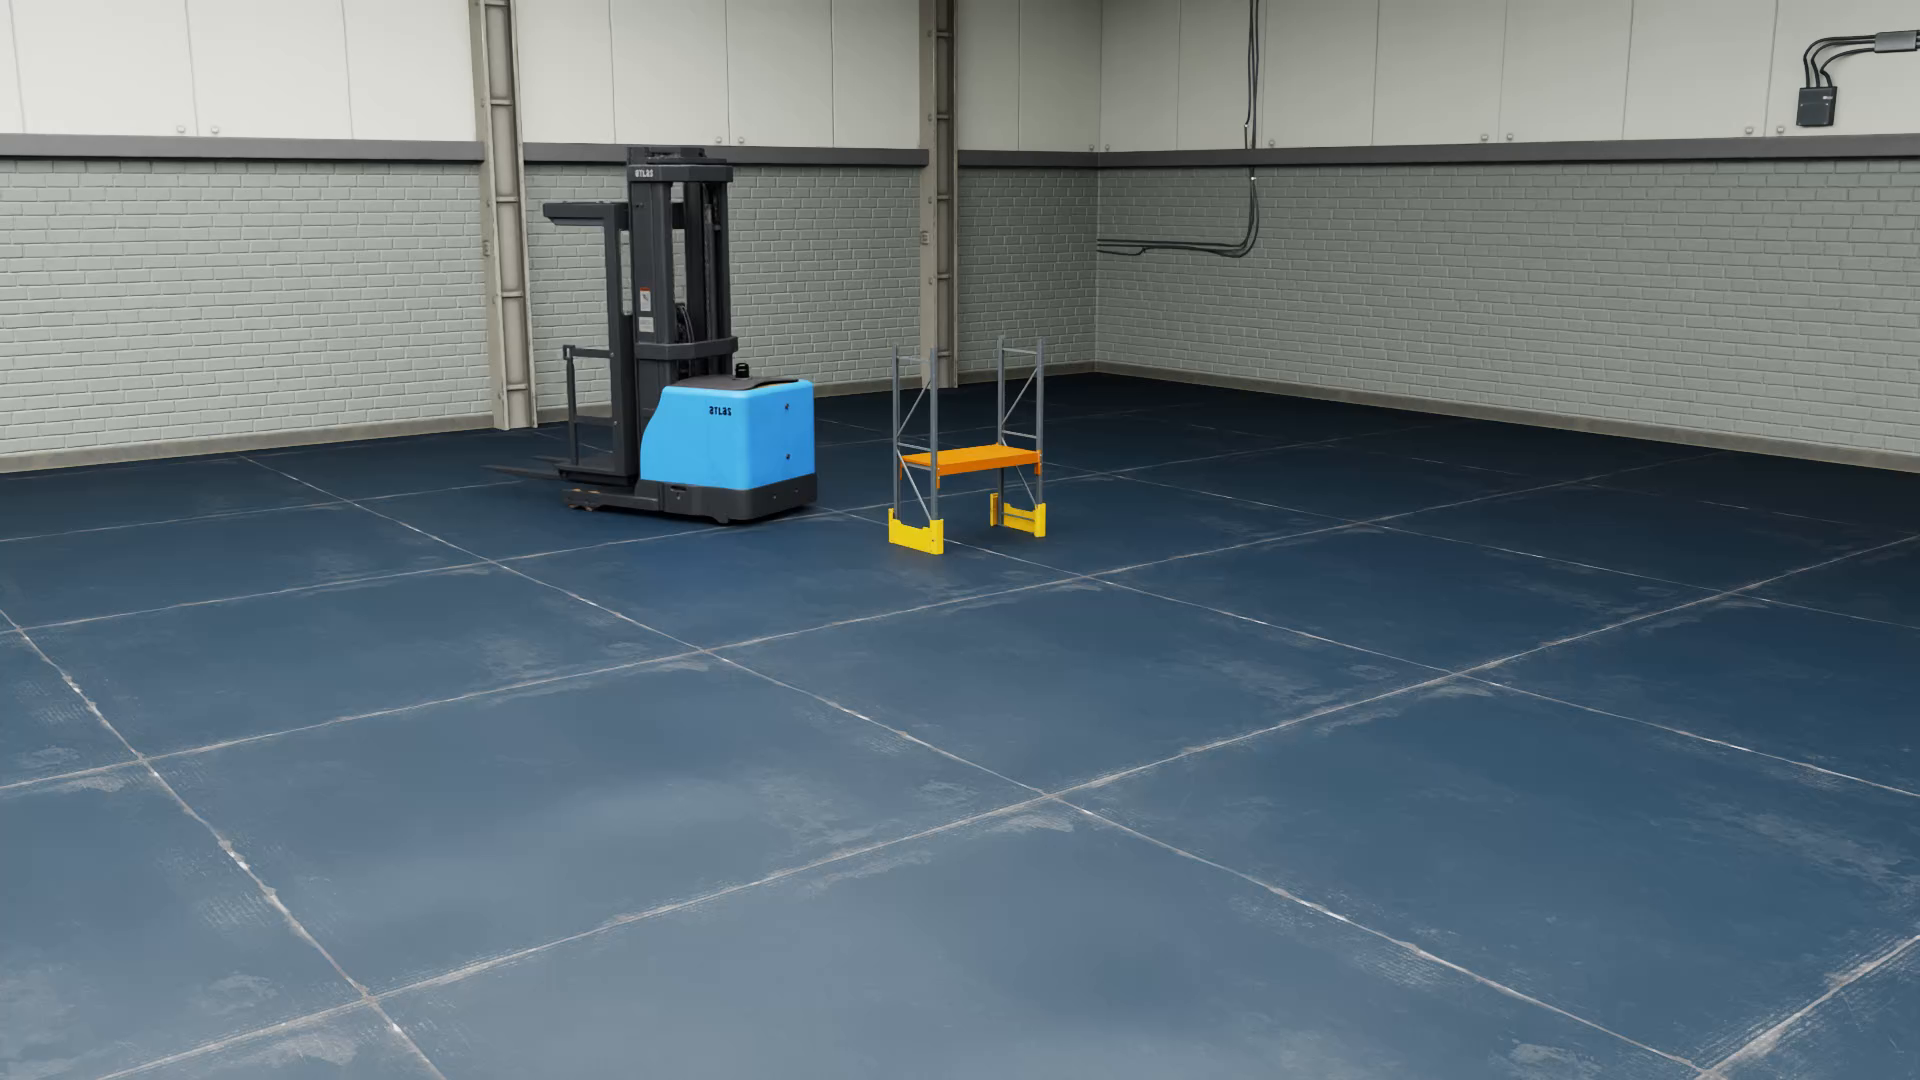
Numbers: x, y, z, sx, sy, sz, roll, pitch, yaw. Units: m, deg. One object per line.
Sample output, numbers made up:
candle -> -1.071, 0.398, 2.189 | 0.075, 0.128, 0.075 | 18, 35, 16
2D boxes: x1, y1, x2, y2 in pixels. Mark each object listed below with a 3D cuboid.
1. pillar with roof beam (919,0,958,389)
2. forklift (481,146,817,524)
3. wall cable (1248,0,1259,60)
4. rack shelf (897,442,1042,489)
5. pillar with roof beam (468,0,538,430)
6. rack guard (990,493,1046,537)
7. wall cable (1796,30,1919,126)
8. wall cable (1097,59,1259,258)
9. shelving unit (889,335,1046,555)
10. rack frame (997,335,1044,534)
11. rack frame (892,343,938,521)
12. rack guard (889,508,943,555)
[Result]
pillar with roof beam -> 2.413, -5.743, 18.009 | 0.400, 9.000, 9.100 | -9, 15, -38
forklift -> -2.722, -1.762, 13.869 | 3.031, 2.935, 1.130 | 7, 14, 29
wall cable -> 4.540, -7.122, 19.819 | 0.112, 2.526, 3.097 | -9, 15, -38
rack shelf -> 0.067, -0.569, 12.562 | 1.000, 0.185, 0.538 | -9, 15, -38
pillar with roof beam -> -2.273, -4.964, 14.343 | 0.400, 9.000, 9.100 | -9, 15, -38
rack guard -> 0.448, -0.197, 12.954 | 0.087, 0.250, 0.587 | -9, 15, -38
wall cable -> 8.768, -6.731, 14.473 | 0.169, 6.003, 2.305 | -9, 15, -38
wall cable -> 2.850, -5.090, 22.410 | 0.112, 2.526, 3.097 | -9, 15, -38
shelving unit -> 0.060, -0.744, 12.520 | 1.083, 1.500, 0.587 | -9, 15, -38
rack frame -> 0.464, -0.811, 12.836 | 0.032, 1.500, 0.500 | -9, 15, -38
rack frame -> -0.330, -0.679, 12.214 | 0.032, 1.500, 0.500 | -9, 15, -38
rack guard -> -0.329, -0.068, 12.345 | 0.087, 0.250, 0.587 | -9, 15, -38
